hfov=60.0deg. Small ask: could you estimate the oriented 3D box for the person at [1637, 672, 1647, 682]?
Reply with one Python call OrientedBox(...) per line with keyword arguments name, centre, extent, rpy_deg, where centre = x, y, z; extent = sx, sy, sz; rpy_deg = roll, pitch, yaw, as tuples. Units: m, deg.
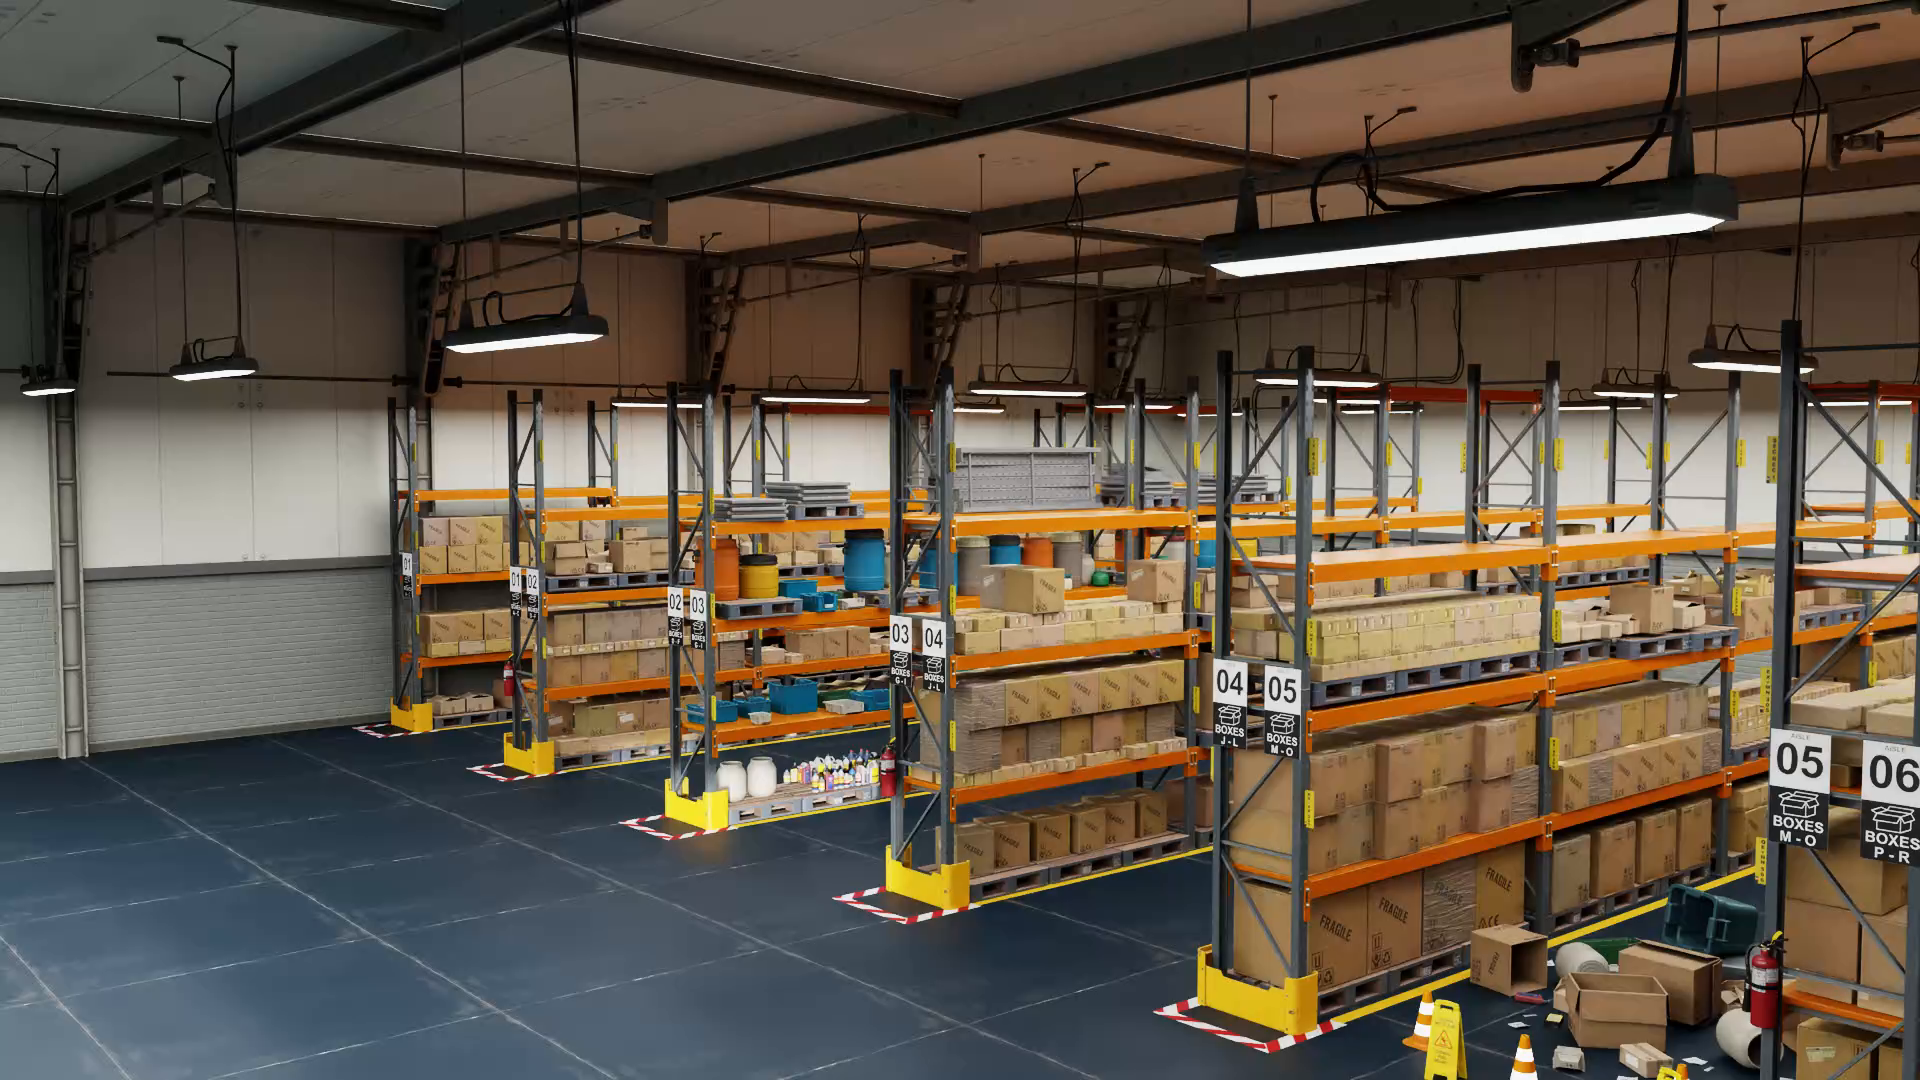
OrientedBox(name="person", centre=(10.766, 2.782, 25.991), extent=(0.631, 1.733, 0.661), rpy_deg=(-3, 4, -42))
